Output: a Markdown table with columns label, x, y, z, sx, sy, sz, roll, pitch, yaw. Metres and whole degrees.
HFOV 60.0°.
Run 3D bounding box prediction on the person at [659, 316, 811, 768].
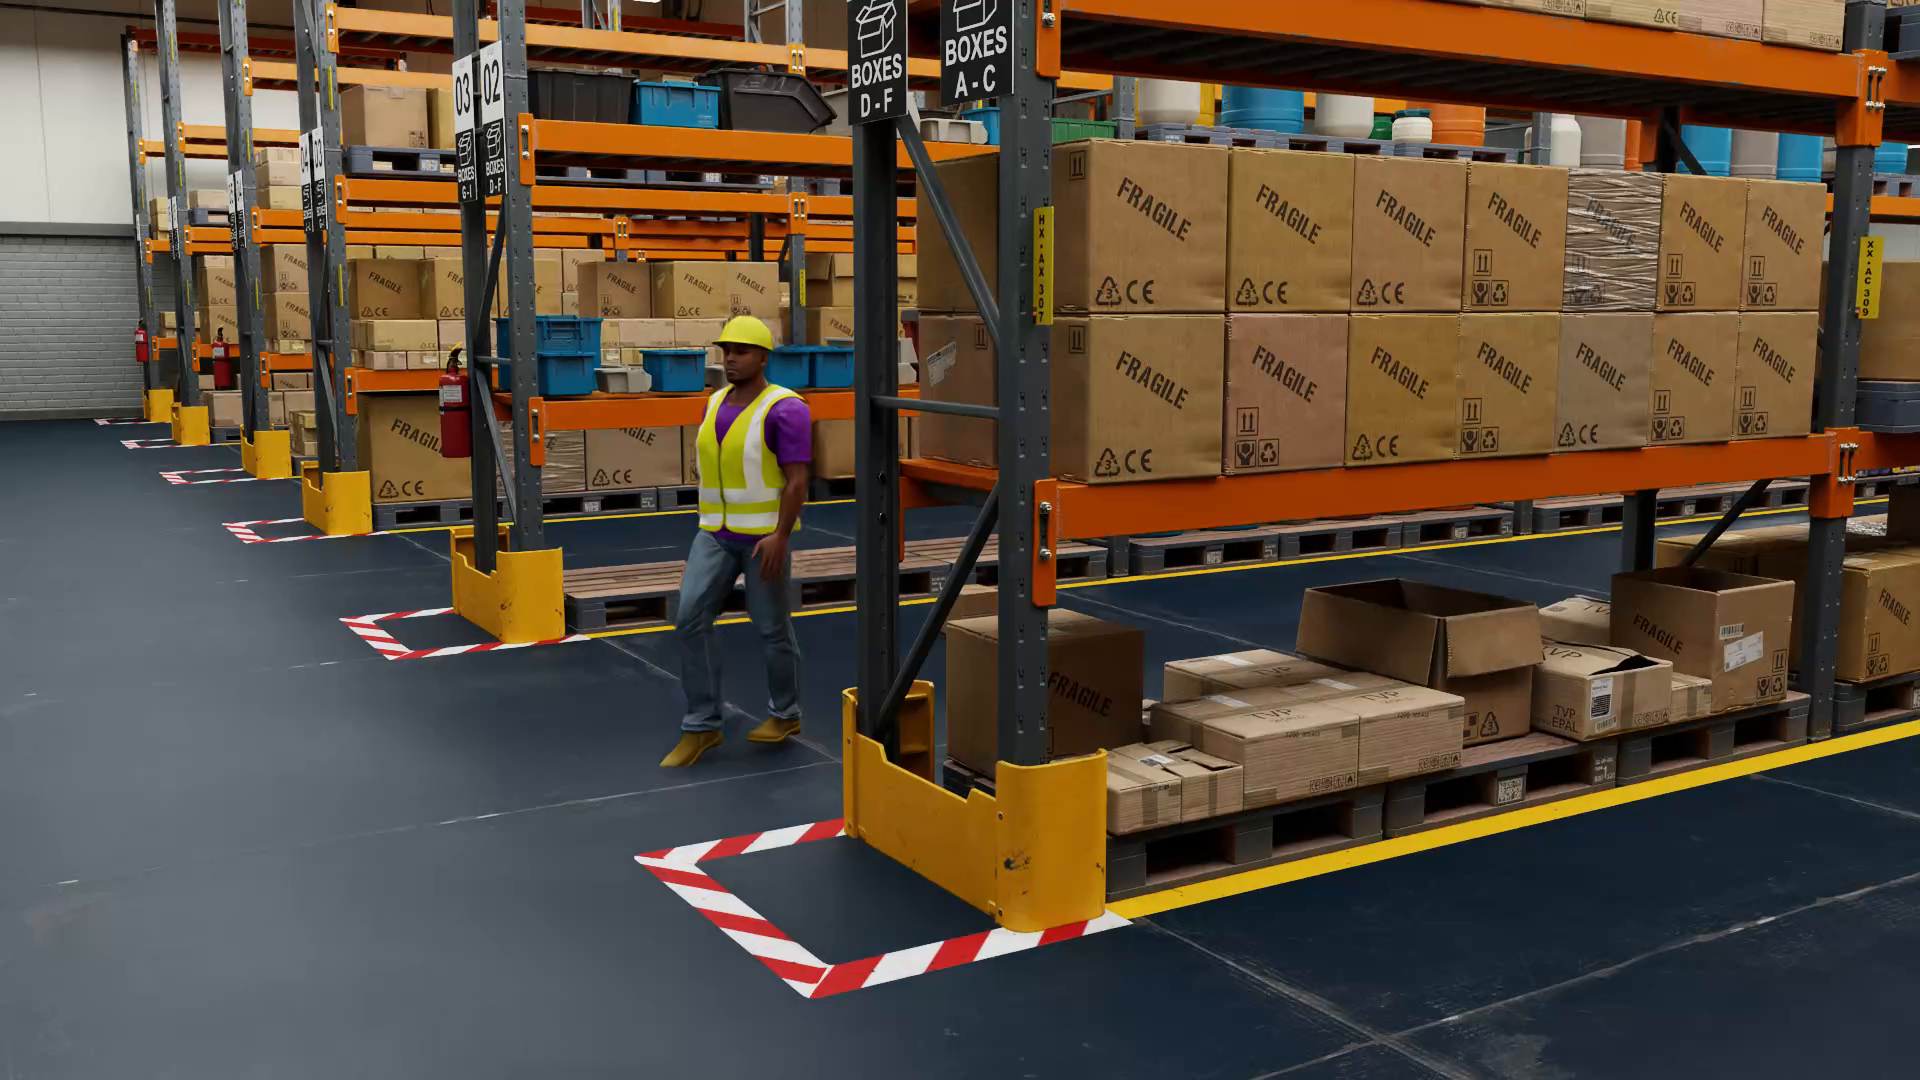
| label | x | y | z | sx | sy | sz | roll | pitch | yaw |
| --- | --- | --- | --- | --- | --- | --- | --- | --- | --- |
| person | -0.885 | 0.015 | 6.690 | 0.609 | 1.818 | 0.646 | 5 | 9 | 30 |
